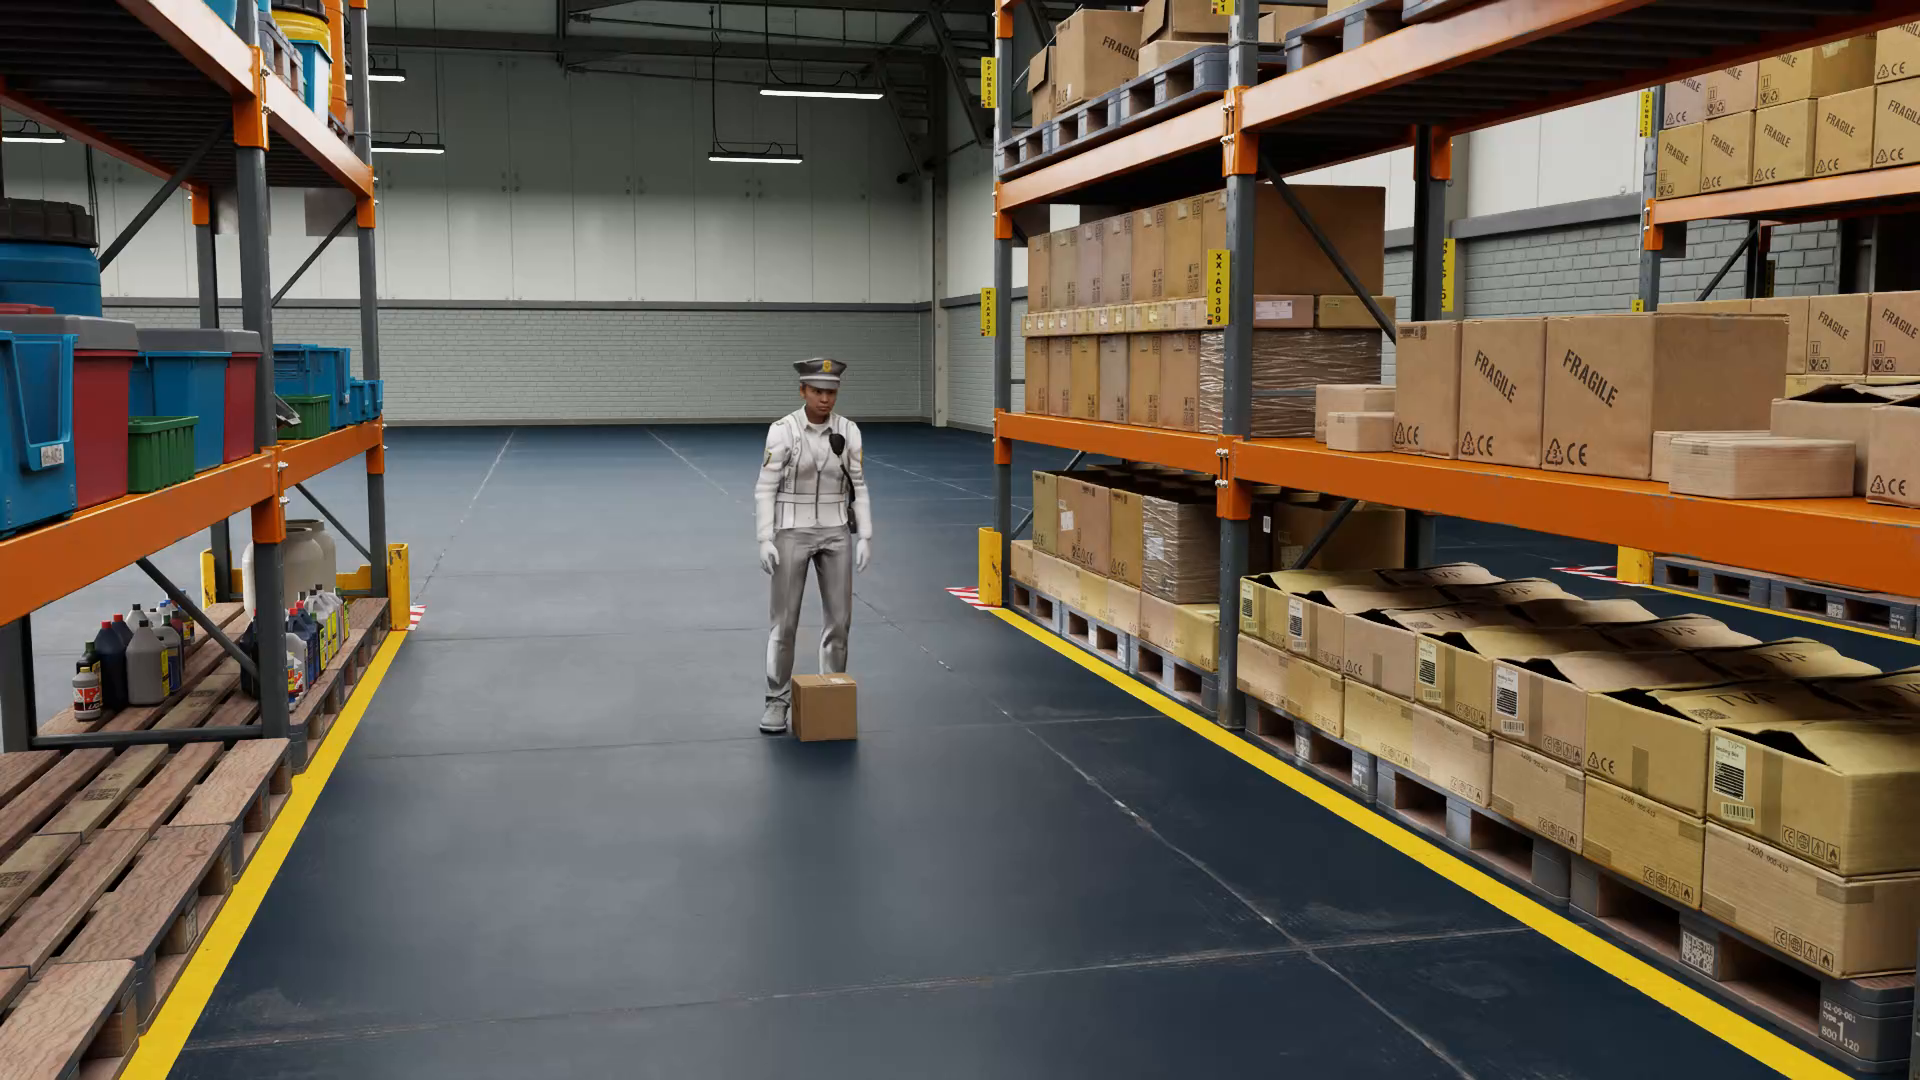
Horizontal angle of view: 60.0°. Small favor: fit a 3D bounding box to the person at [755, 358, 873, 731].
[{"bbox_3d":[-0.661,0.012,7.538,0.547,1.666,0.370,-2,7,-17],"label":"person"}]
